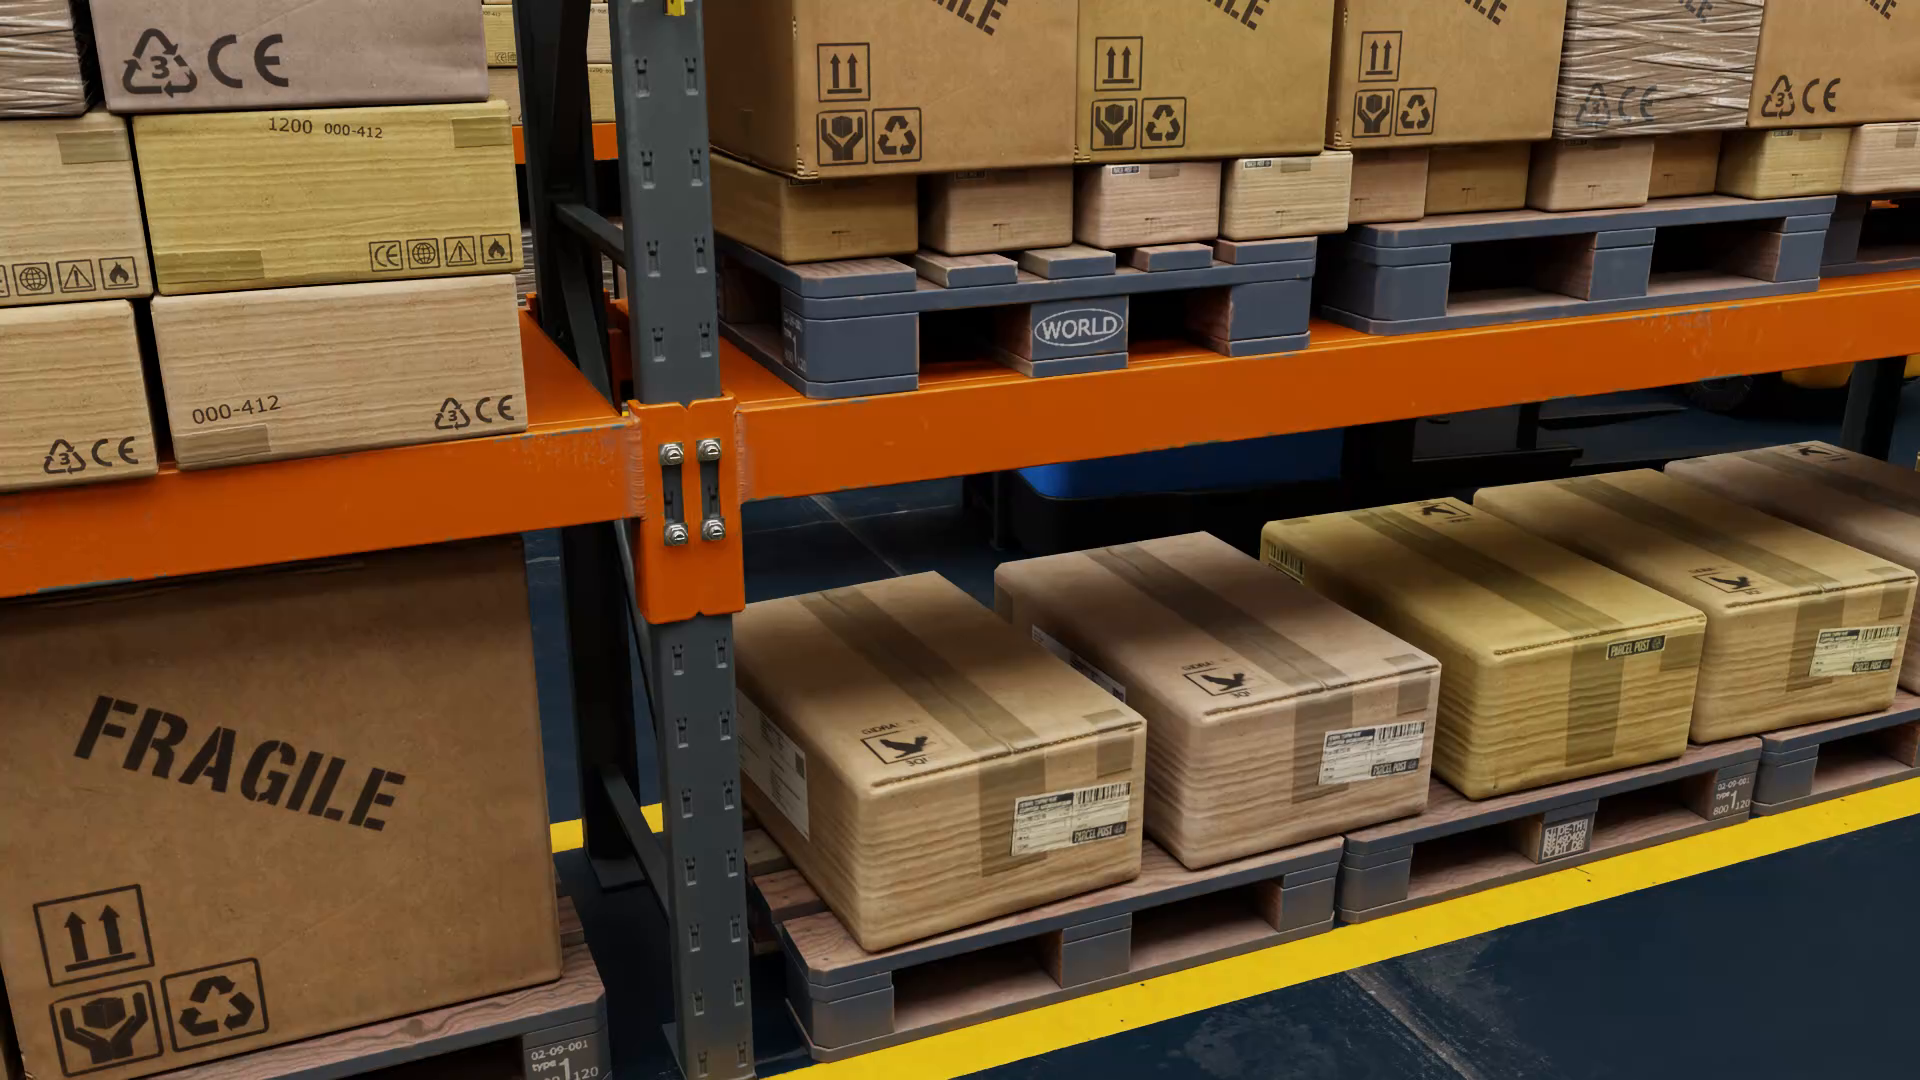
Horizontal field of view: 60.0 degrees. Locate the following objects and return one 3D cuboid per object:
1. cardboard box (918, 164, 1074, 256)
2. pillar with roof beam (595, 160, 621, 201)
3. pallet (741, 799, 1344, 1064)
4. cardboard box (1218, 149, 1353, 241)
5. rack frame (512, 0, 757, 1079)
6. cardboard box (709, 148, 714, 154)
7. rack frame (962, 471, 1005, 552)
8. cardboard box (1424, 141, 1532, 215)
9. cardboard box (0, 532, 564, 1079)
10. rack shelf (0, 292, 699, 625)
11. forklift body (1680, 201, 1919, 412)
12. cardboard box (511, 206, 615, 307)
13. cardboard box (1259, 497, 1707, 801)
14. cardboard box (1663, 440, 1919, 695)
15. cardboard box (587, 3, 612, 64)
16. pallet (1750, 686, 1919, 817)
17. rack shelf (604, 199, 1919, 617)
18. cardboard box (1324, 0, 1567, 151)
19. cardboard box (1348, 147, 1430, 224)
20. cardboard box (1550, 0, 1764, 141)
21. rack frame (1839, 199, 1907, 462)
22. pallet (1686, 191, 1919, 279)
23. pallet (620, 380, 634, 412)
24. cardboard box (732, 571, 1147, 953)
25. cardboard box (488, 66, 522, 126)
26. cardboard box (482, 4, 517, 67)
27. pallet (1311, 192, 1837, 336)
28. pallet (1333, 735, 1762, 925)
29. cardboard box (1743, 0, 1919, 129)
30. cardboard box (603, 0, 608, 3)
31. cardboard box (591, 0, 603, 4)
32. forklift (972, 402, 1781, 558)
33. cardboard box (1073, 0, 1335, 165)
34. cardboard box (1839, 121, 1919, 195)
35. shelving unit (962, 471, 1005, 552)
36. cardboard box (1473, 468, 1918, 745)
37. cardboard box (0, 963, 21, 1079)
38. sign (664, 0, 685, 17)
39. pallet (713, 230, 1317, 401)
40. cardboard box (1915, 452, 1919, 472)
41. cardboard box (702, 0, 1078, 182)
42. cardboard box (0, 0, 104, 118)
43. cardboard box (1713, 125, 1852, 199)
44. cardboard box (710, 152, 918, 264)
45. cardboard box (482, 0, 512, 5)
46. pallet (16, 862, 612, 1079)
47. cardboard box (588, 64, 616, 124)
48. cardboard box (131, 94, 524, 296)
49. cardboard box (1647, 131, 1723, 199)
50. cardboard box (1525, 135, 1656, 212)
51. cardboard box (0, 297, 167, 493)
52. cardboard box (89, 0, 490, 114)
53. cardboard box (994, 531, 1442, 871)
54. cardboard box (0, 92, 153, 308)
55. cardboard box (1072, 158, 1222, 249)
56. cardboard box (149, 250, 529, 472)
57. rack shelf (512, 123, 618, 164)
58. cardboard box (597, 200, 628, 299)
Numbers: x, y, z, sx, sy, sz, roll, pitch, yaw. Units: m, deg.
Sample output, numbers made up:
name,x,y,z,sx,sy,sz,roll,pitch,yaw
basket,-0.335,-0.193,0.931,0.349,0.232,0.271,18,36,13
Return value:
name,x,y,z,sx,sy,sz,roll,pitch,yaw
cardboard box,0.006,-0.633,3.048,0.250,0.149,0.380,-10,22,-25
pillar with roof beam,-0.063,-4.016,3.880,0.400,9.000,9.100,-8,21,-22
pallet,0.080,0.673,3.793,1.213,0.211,1.003,-8,21,-22
cardboard box,0.537,-0.684,3.195,0.250,0.149,0.380,-8,21,-22
rack frame,-0.639,-0.540,3.039,0.127,3.000,1.000,-8,21,-22
cardboard box,-0.431,-0.734,3.337,0.250,0.149,0.380,-7,21,-20
rack frame,0.083,-0.747,5.886,0.032,1.500,0.500,-5,20,-13
cardboard box,0.971,-0.789,3.492,0.250,0.149,0.380,-7,21,-20
cardboard box,-1.306,0.330,3.136,0.875,0.875,0.875,-8,21,-22
rack shelf,-2.475,0.062,2.411,4.000,0.370,1.077,-8,21,-22
forklift body,3.719,-1.899,8.178,1.214,2.155,2.313,-8,21,-22
cardboard box,-2.030,-1.209,7.883,0.625,0.625,0.875,-7,21,-20
cardboard box,1.257,0.233,4.169,0.625,0.372,0.950,-7,21,-20
cardboard box,2.554,0.045,4.702,0.625,0.372,0.950,-8,21,-21
cardboard box,-1.644,-2.268,7.419,0.500,0.250,0.500,-7,21,-20
pallet,2.320,0.352,4.705,1.213,0.211,1.003,-8,21,-22
rack shelf,1.198,-0.464,3.906,4.000,0.370,1.077,-8,21,-22
cardboard box,0.827,-1.057,3.276,0.500,0.500,0.500,-8,21,-21
cardboard box,0.727,-0.740,3.353,0.250,0.149,0.380,-7,21,-19
cardboard box,1.289,-1.120,3.456,0.500,0.500,0.500,-9,21,-24
rack frame,3.034,-1.066,4.534,0.127,3.000,1.000,-8,21,-22
pallet,2.275,-0.920,4.406,1.213,0.211,1.003,-8,21,-22
pallet,-1.837,-0.834,8.074,1.213,0.211,1.003,-8,21,-22
cardboard box,-0.116,0.430,3.608,0.625,0.372,0.950,-10,22,-26
cardboard box,-2.104,-1.966,7.316,0.500,0.250,0.500,-8,21,-22
cardboard box,-2.094,-2.194,7.211,0.500,0.250,0.500,-8,21,-22
pallet,1.163,-0.722,3.846,1.213,0.211,1.003,-8,21,-22
pallet,1.198,0.514,4.245,1.213,0.211,1.003,-8,21,-22
cardboard box,1.770,-1.189,3.653,0.500,0.500,0.500,-7,21,-20
cardboard box,-1.493,-2.474,7.404,0.250,0.149,0.380,-8,21,-21
cardboard box,-1.728,-2.436,7.295,0.250,0.149,0.380,-8,21,-20
forklift,1.614,-1.505,5.883,3.031,2.935,1.130,-5,20,-13
cardboard box,0.342,-0.985,3.072,0.500,0.500,0.500,-7,21,-19
cardboard box,1.967,-0.885,3.765,0.250,0.149,0.380,-8,21,-21
shelving unit,-0.410,-0.705,5.767,1.048,1.500,0.538,-5,20,-13
cardboard box,1.895,0.141,4.431,0.625,0.372,0.950,-7,21,-19
cardboard box,-2.126,0.446,2.807,0.875,0.875,0.875,-8,21,-21
sign,-0.416,-0.917,2.367,0.005,0.325,0.100,-8,21,-22
pallet,-0.026,-0.576,3.430,1.003,0.211,1.213,-8,21,-22
cardboard box,3.471,-0.127,5.374,0.500,0.250,0.500,-7,21,-19
cardboard box,-0.134,-0.914,2.871,0.500,0.500,0.500,-9,21,-23
cardboard box,-1.477,-0.841,2.238,0.500,0.500,0.500,-8,21,-21
cardboard box,1.729,-0.864,3.706,0.250,0.149,0.380,-8,21,-22
cardboard box,-0.266,-0.606,2.972,0.250,0.149,0.380,-9,22,-25
cardboard box,-1.954,-2.394,7.177,0.250,0.149,0.380,-8,21,-21
pallet,-1.392,0.856,3.273,1.213,0.211,1.003,-8,21,-22
cardboard box,-1.640,-2.031,7.499,0.500,0.250,0.500,-9,21,-23
cardboard box,-0.983,-0.564,2.580,0.500,0.250,0.500,-8,21,-22
cardboard box,1.446,-0.861,3.696,0.250,0.149,0.380,-9,21,-24
cardboard box,1.237,-0.803,3.533,0.250,0.149,0.380,-7,21,-20
cardboard box,-1.463,-0.252,2.446,0.500,0.250,0.500,-8,21,-21
cardboard box,-1.010,-0.911,2.437,0.500,0.500,0.500,-9,21,-23
cardboard box,0.559,0.331,3.891,0.625,0.372,0.950,-9,21,-23
cardboard box,-1.452,-0.495,2.385,0.500,0.250,0.500,-9,21,-23
cardboard box,0.276,-0.655,3.110,0.250,0.149,0.380,-10,22,-25
cardboard box,-1.000,-0.324,2.650,0.500,0.250,0.500,-9,21,-24
rack shelf,-0.772,-1.977,8.203,4.000,0.370,1.077,-8,21,-22
cardboard box,-1.433,-1.297,8.134,0.625,0.625,0.875,-7,21,-20
